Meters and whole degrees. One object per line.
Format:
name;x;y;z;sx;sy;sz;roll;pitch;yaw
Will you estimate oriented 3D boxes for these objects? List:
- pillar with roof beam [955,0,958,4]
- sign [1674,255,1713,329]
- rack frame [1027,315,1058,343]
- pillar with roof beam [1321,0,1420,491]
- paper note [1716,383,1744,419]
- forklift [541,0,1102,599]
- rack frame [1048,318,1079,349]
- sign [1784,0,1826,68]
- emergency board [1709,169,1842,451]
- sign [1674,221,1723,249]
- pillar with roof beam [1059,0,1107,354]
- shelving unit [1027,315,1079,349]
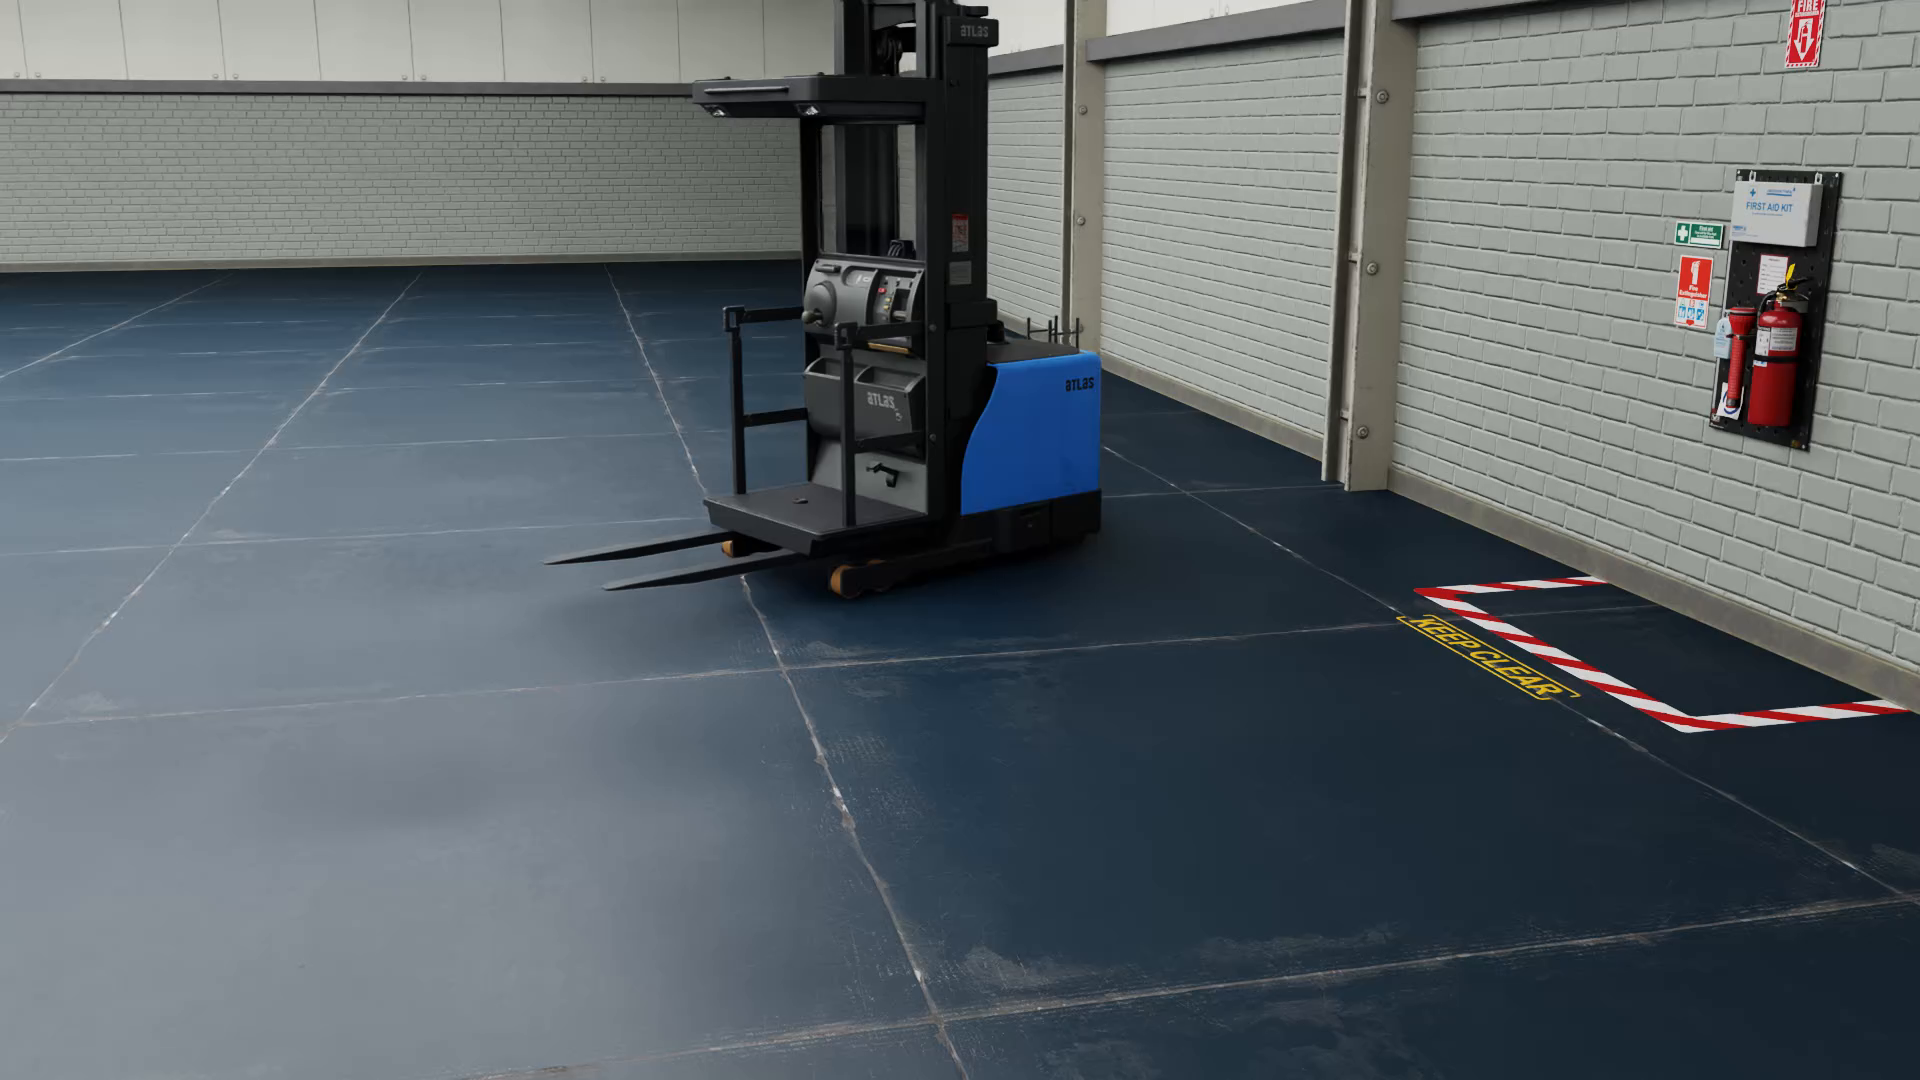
pillar with roof beam;-4.400;-7.269;20.217;9.100;9.000;0.400;-3;14;-13
sign;3.439;-1.165;7.799;0.001;0.329;0.234;-3;14;-13
rack frame;0.481;-0.724;9.862;0.240;1.200;0.006;-11;18;-39
pillar with roof beam;-1.582;-4.500;8.886;9.100;9.000;0.400;-3;14;-13
paper note;3.494;-0.631;7.545;0.016;0.148;0.142;-3;14;-13
forklift;-0.661;-1.274;8.465;3.031;2.935;1.130;-11;18;-39
rack frame;0.598;-0.691;9.726;0.240;1.200;0.006;-11;18;-39
sign;3.564;-2.148;7.012;0.001;0.298;0.199;-3;14;-13
emergency board;3.469;-1.014;7.257;0.194;1.169;0.643;-3;14;-13
sign;3.431;-1.421;7.729;0.001;0.109;0.331;-3;14;-13
pillar with roof beam;-2.991;-5.884;14.552;9.100;9.000;0.400;-3;14;-13
shelving unit;0.540;-0.708;9.794;0.258;1.200;0.189;-11;18;-39
